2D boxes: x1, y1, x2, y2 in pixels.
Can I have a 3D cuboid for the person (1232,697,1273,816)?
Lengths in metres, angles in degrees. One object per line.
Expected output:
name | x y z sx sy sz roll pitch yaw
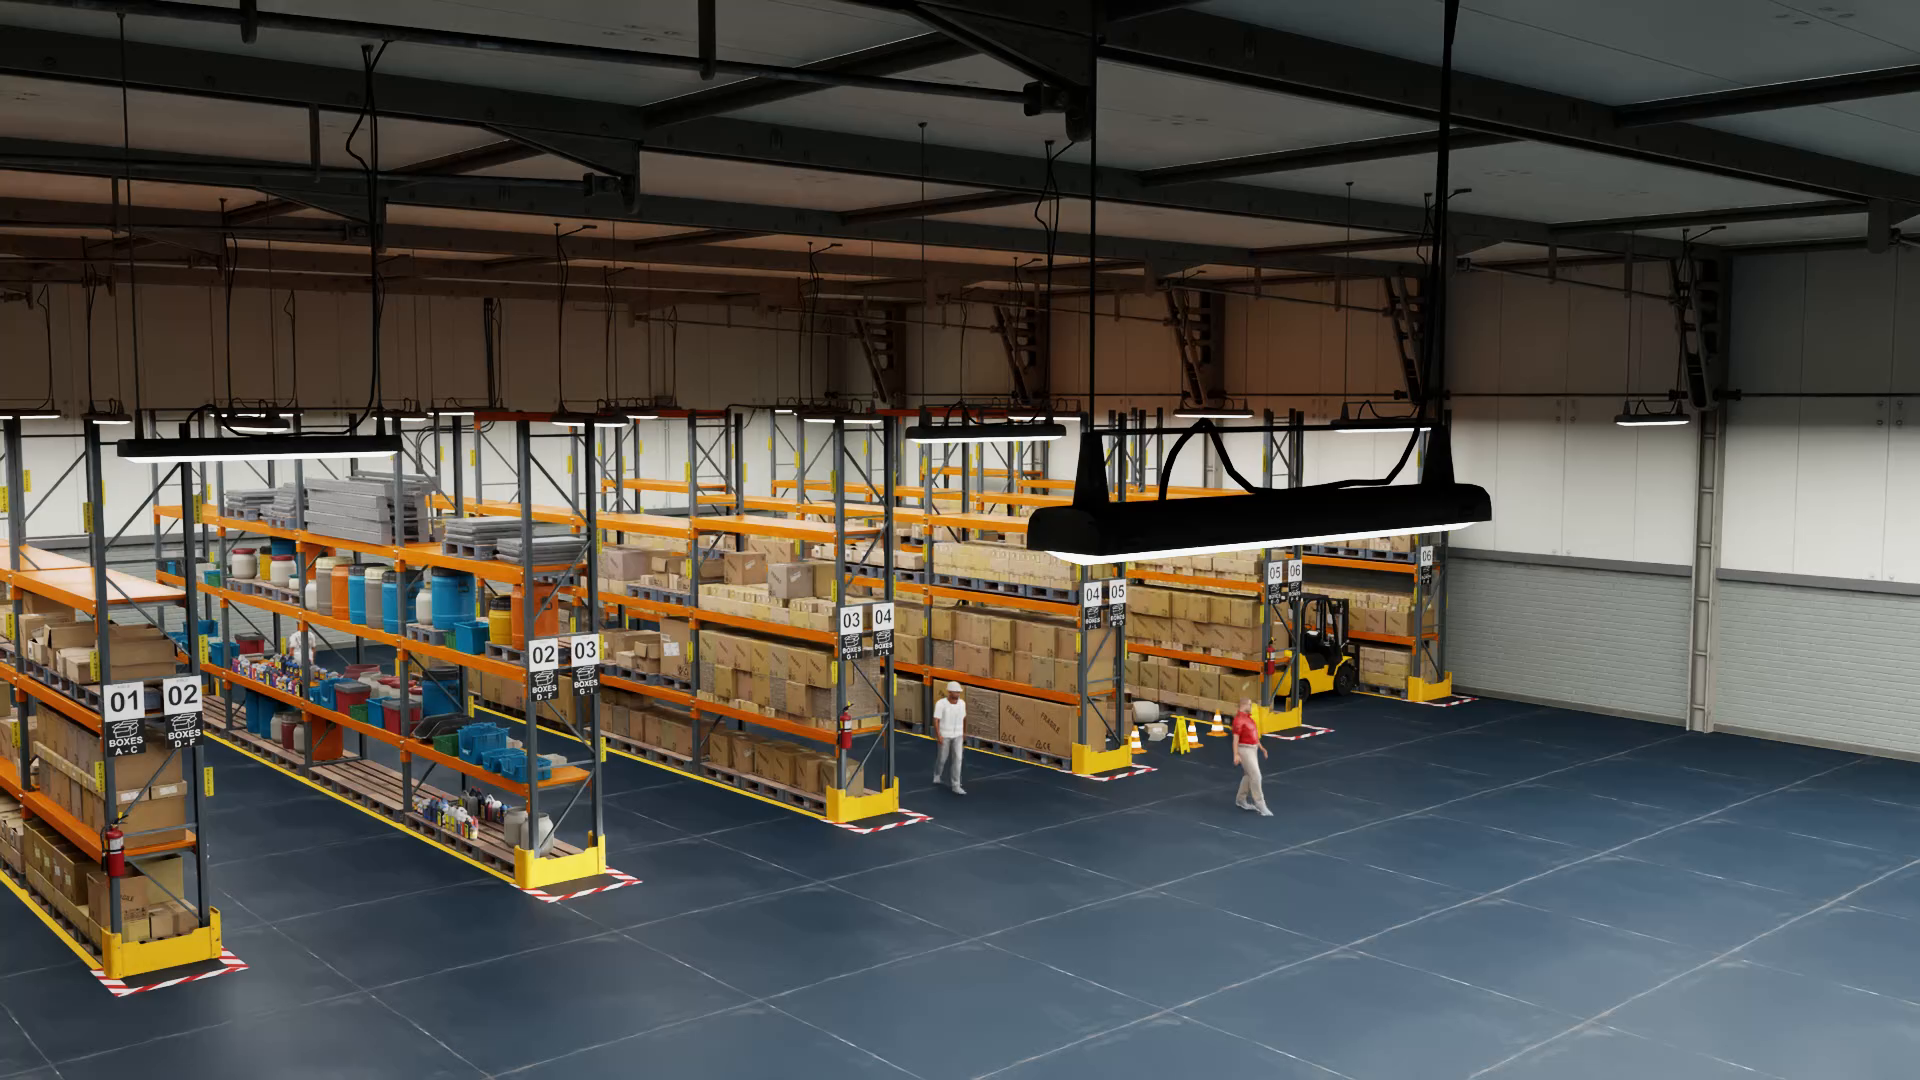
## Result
person | 4.491 3.272 25.260 0.680 1.756 0.558 3 6 27

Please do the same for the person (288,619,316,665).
person | -13.355 2.485 33.751 0.579 1.753 0.472 -5 7 -44

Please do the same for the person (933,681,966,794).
person | -0.137 3.133 26.622 0.659 1.743 0.873 -3 6 -30
